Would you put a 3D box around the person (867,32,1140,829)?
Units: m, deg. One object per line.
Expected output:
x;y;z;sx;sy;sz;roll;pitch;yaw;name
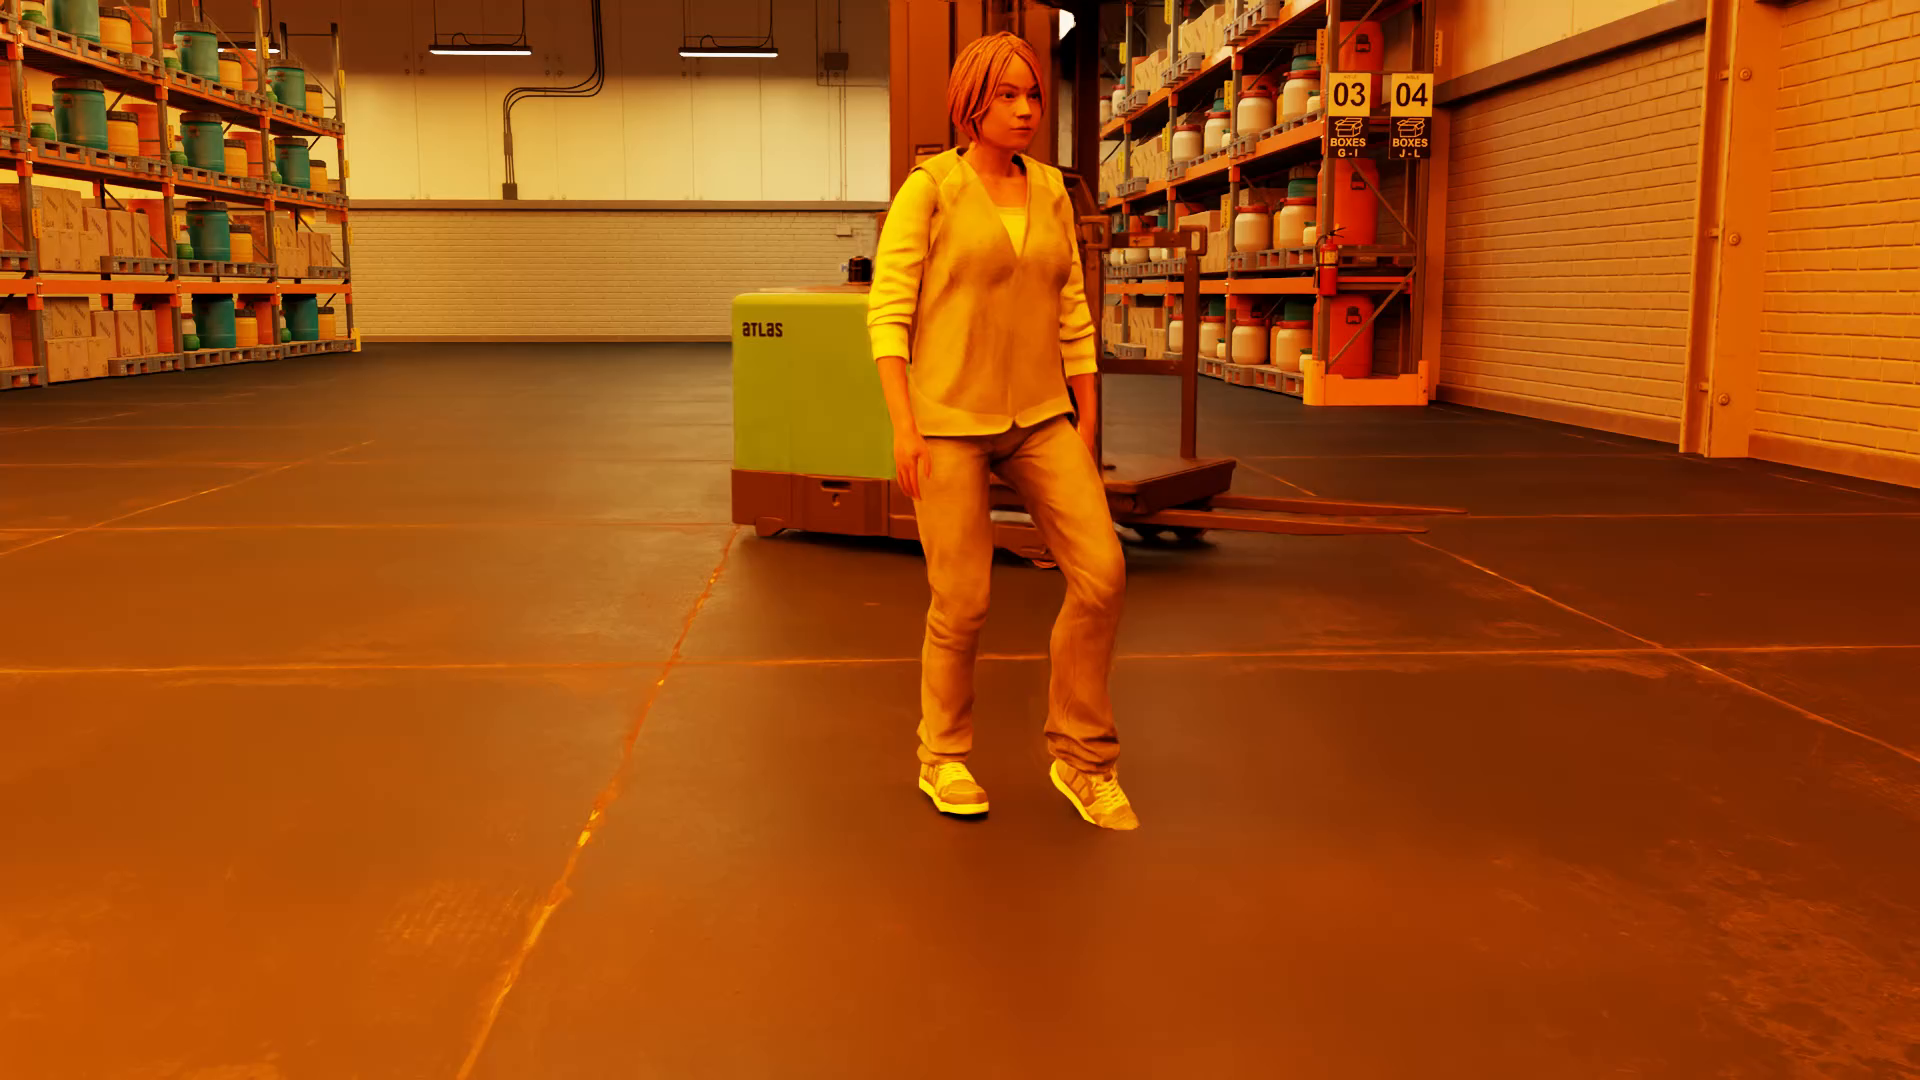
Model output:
0.072;-0.186;3.373;0.510;1.627;0.459;-4;9;-23;person

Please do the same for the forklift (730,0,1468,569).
0.525;-1.411;6.834;3.031;2.935;1.130;5;10;29;forklift
